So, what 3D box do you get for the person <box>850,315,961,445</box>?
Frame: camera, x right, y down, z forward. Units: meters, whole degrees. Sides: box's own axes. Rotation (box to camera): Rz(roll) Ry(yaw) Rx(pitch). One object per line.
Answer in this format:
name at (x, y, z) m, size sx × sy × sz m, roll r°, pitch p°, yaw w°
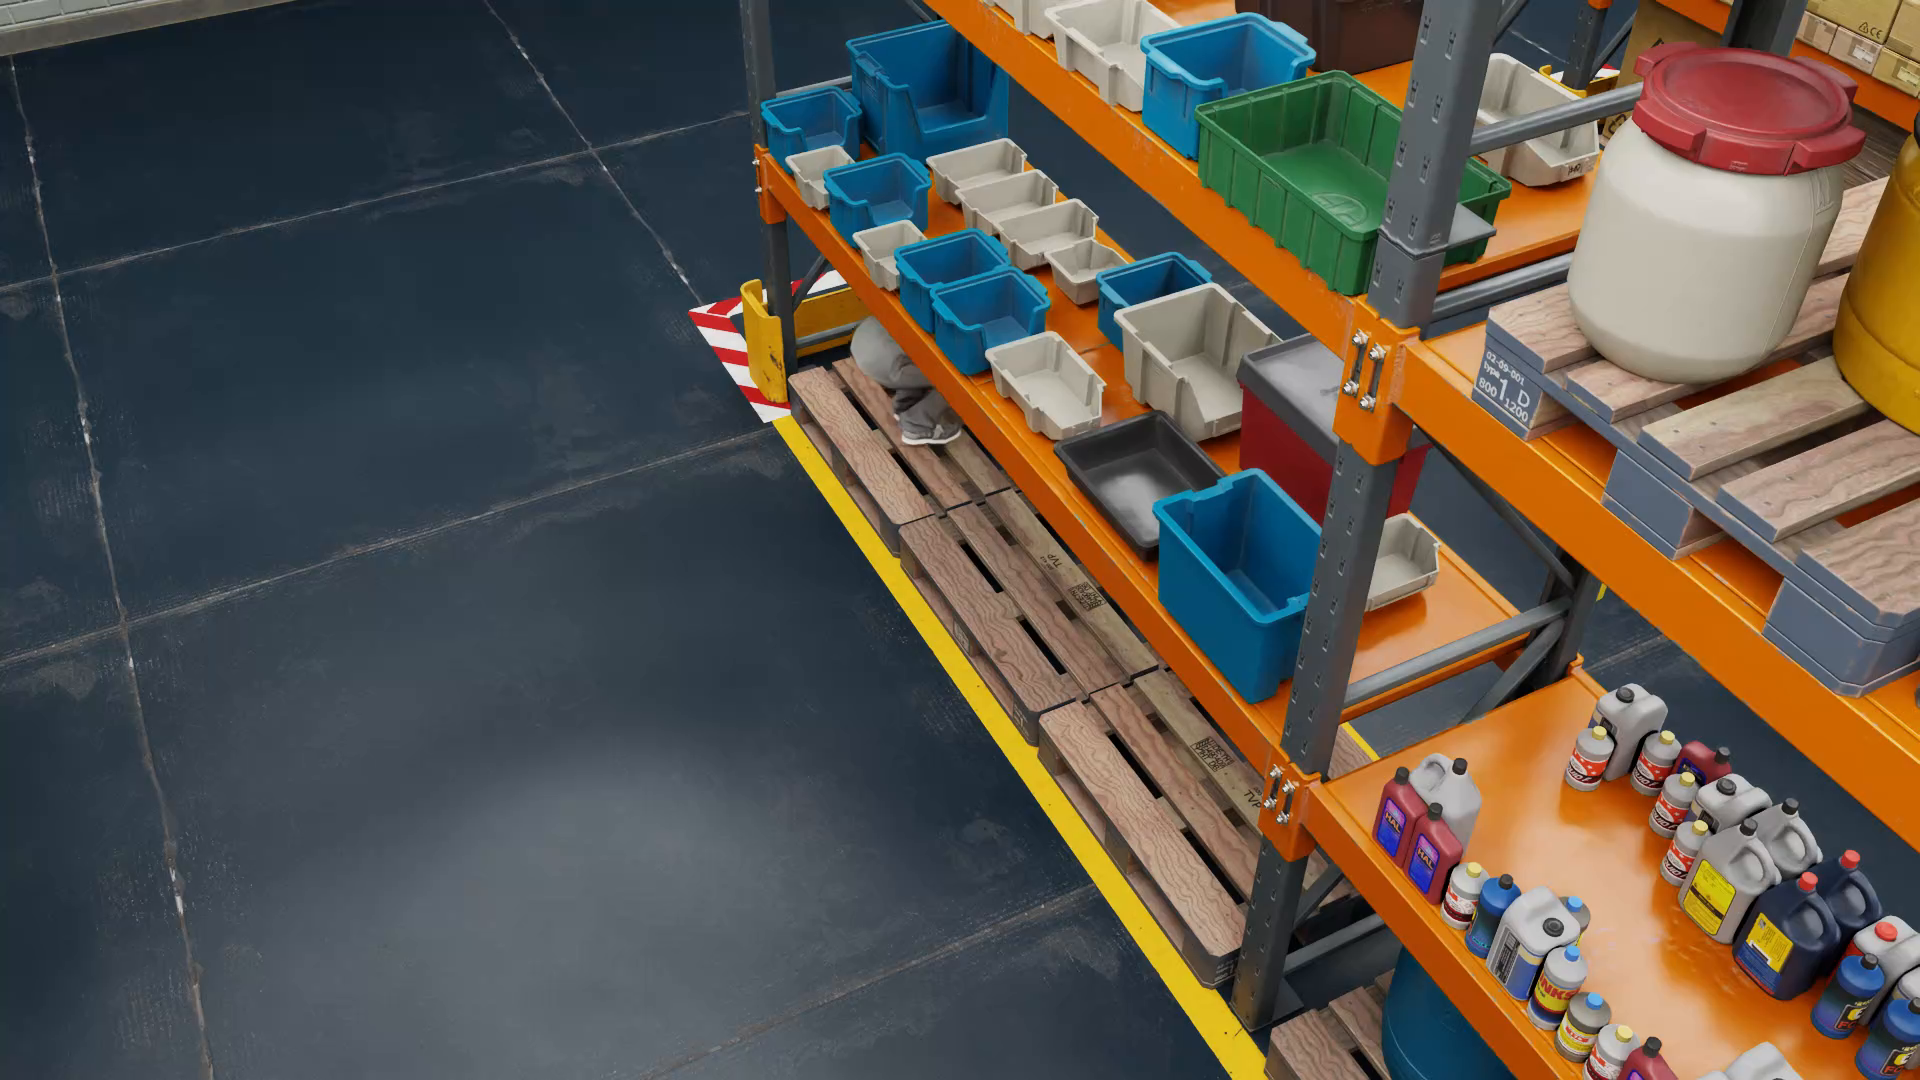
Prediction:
person at (0.069, -0.800, 7.455) m, size 1.127 × 0.645 × 0.405 m, roll -11°, pitch 43°, yaw -12°
